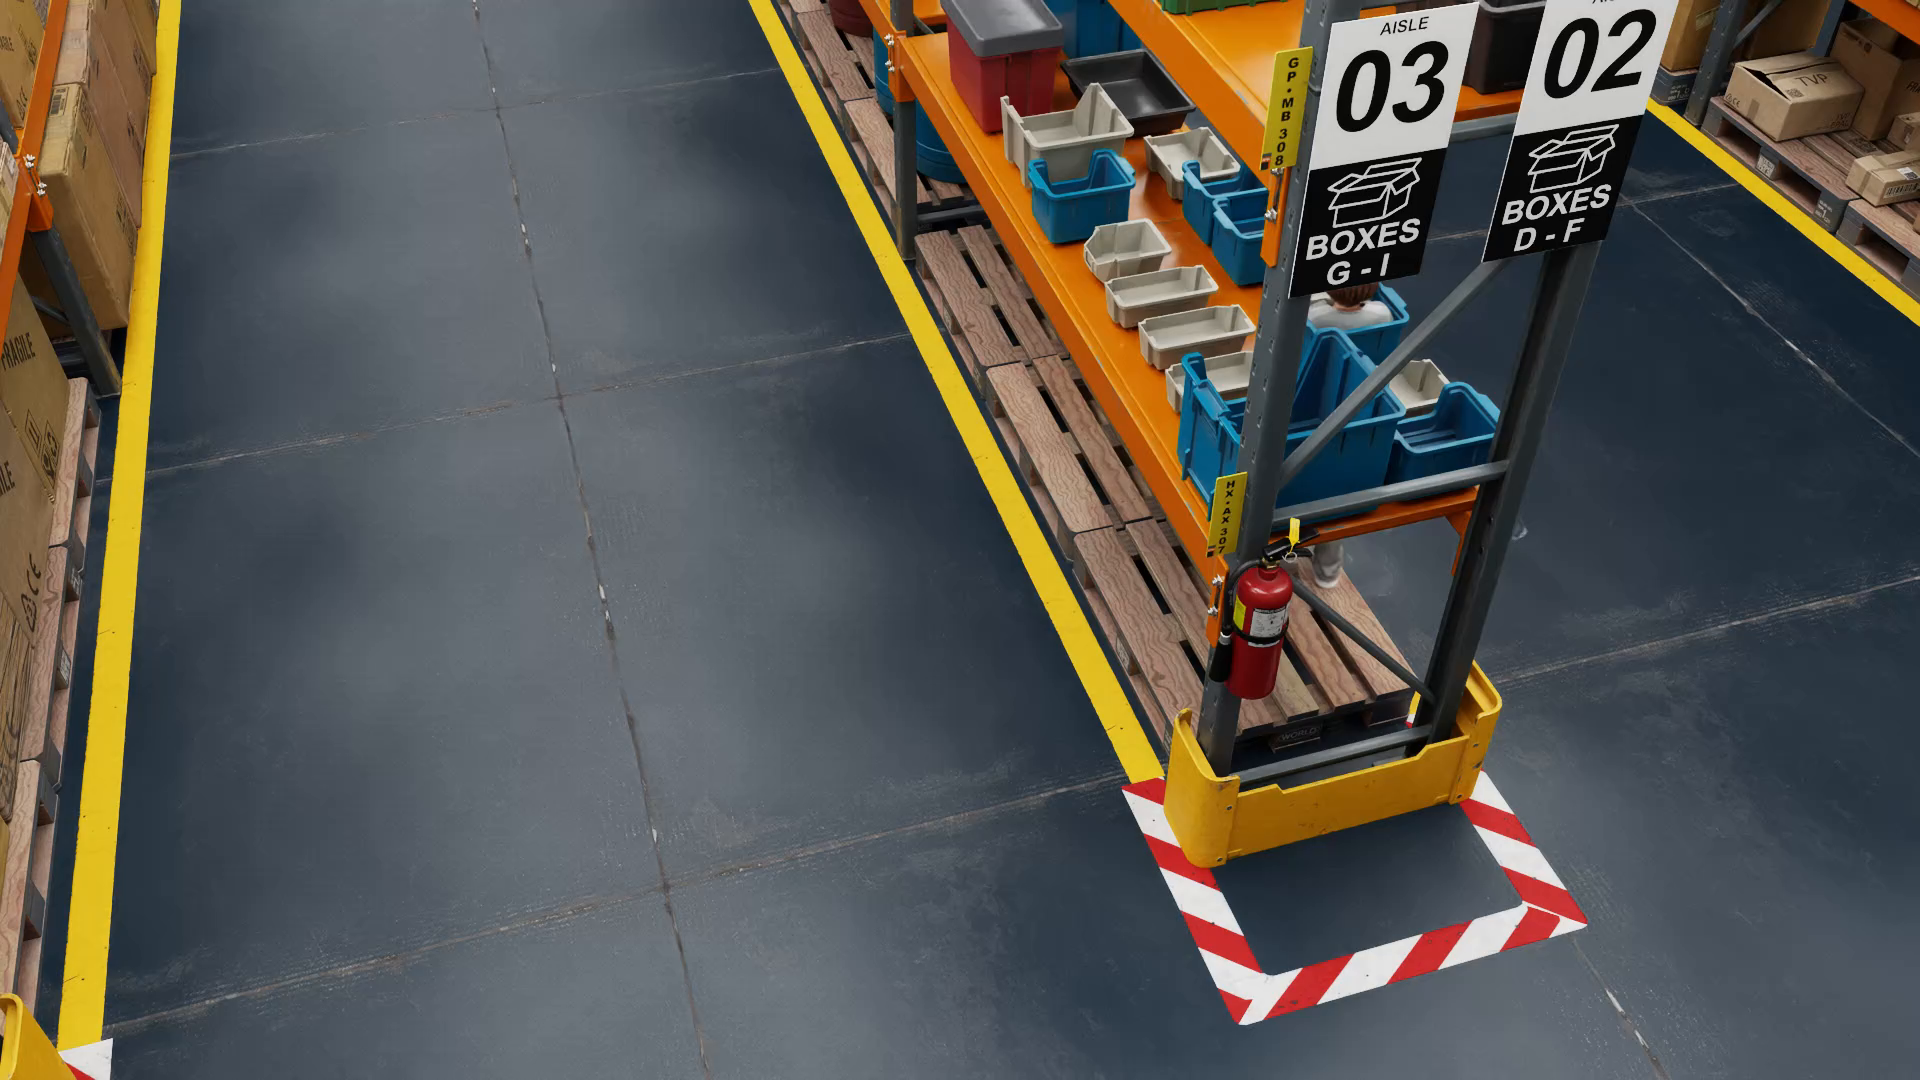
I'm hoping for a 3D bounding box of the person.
[{"bbox_3d":[1.376,-0.452,6.352,0.408,1.598,0.307,-2,43,-2],"label":"person"}]
